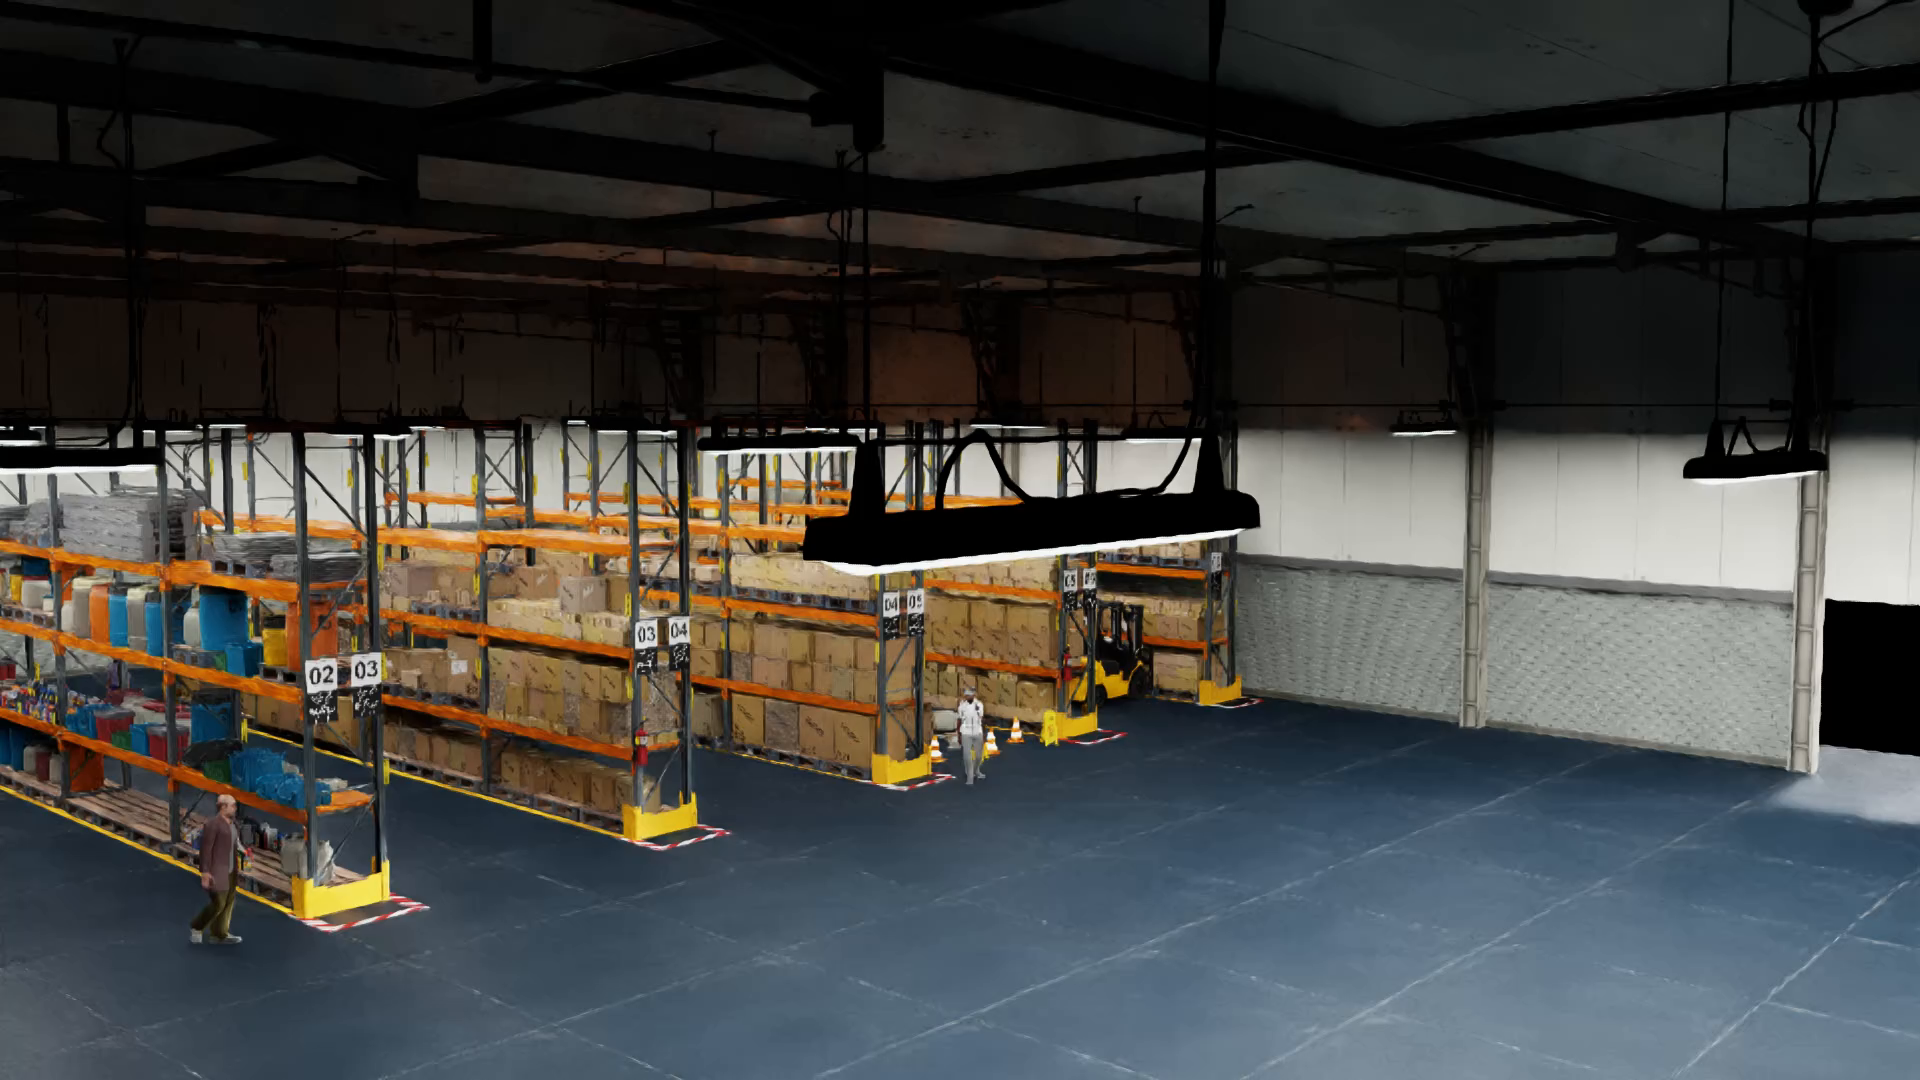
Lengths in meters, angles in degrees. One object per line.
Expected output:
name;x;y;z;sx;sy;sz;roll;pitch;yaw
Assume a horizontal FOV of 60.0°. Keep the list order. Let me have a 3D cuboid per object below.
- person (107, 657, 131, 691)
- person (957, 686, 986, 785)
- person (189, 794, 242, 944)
person;-15.864;2.936;31.376;0.603;1.637;0.378;2;5;25
person;0.201;3.236;27.822;0.516;1.660;0.553;-1;5;-9
person;-8.725;3.870;19.472;0.548;1.746;0.627;1;5;7
